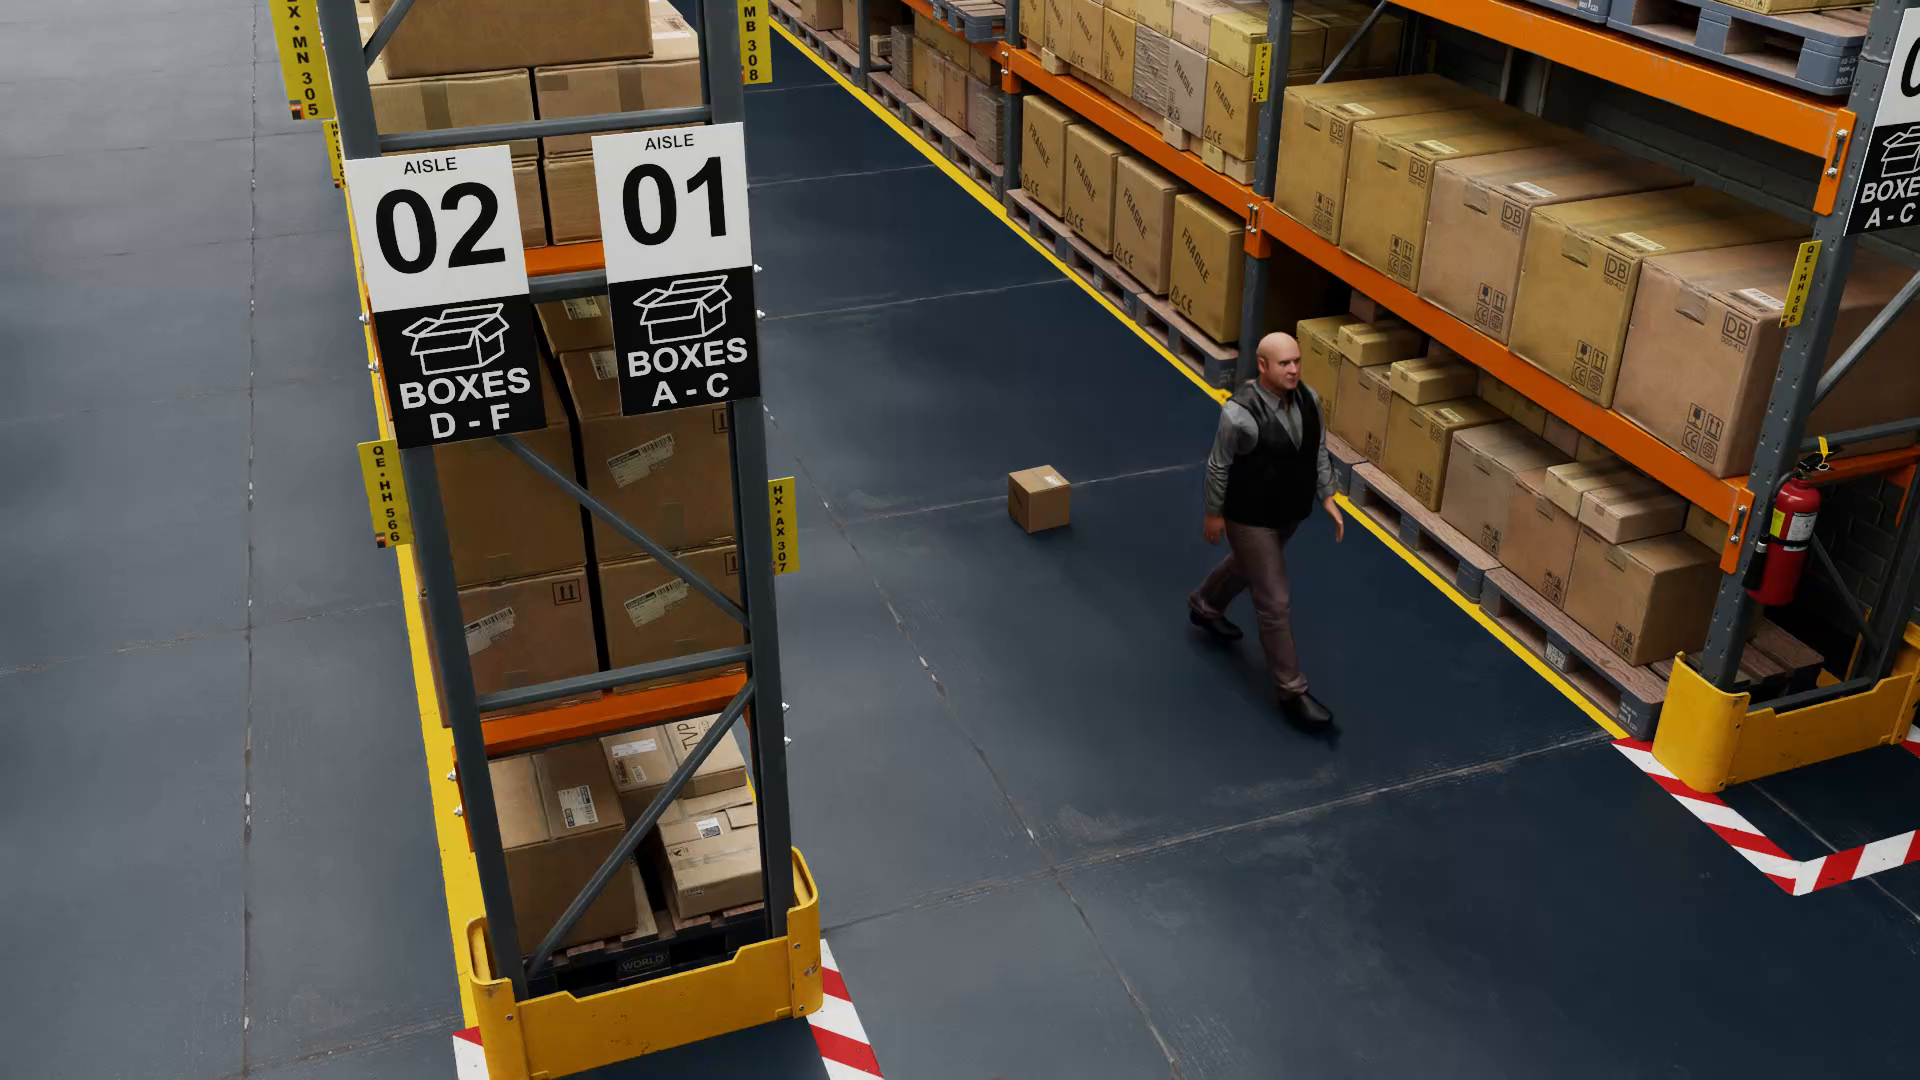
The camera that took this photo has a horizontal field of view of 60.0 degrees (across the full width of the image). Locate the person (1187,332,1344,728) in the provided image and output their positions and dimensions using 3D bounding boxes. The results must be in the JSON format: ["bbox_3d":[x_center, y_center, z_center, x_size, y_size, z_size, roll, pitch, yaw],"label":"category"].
[{"bbox_3d":[1.402,-0.074,7.347,0.552,1.580,1.051,-20,35,-31],"label":"person"}]
